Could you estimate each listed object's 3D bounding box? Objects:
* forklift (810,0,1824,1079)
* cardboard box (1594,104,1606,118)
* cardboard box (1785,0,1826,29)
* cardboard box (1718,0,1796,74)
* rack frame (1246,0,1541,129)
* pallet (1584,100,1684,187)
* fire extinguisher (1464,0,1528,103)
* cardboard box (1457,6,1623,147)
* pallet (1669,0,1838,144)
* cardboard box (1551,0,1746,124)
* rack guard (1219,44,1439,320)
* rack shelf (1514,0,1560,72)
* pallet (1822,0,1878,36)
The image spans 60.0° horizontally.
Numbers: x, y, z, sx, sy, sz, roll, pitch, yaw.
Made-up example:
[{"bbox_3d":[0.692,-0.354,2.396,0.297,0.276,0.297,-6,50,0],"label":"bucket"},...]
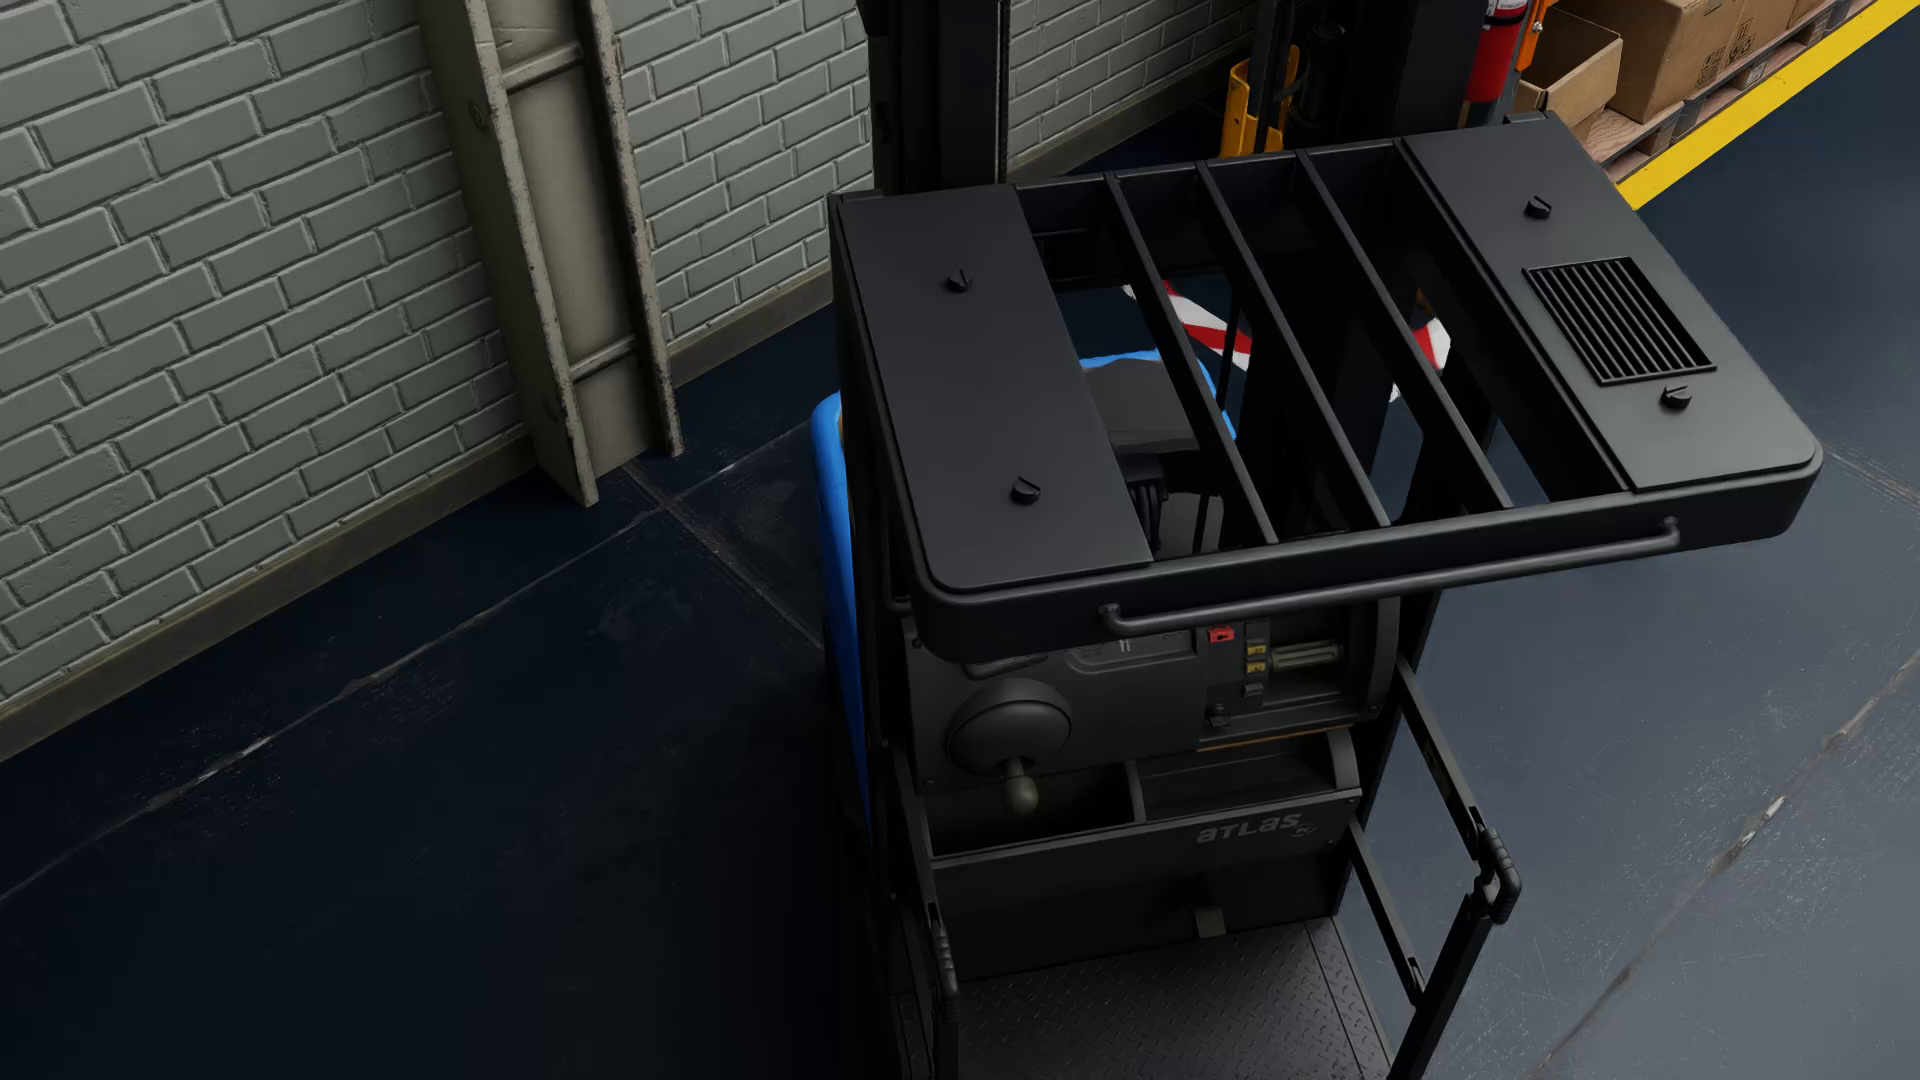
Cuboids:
[{"bbox_3d":[0.406,0.360,2.923,1.130,2.935,3.031,-8,48,-8],"label":"forklift"},{"bbox_3d":[2.297,-1.758,6.485,0.250,0.149,0.380,-36,57,-28],"label":"cardboard box"},{"bbox_3d":[3.383,-2.603,7.026,0.500,0.500,0.700,-36,57,-28],"label":"cardboard box"},{"bbox_3d":[3.073,-2.297,6.744,0.500,0.500,0.500,-33,55,-27],"label":"cardboard box"},{"bbox_3d":[1.440,-2.143,5.186,0.127,3.000,1.000,-34,56,-27],"label":"rack frame"},{"bbox_3d":[2.085,-1.629,6.610,1.213,0.211,1.003,-34,56,-27],"label":"pallet"},{"bbox_3d":[1.642,-1.666,5.053,0.183,0.674,0.296,-34,56,-27],"label":"fire extinguisher"},{"bbox_3d":[1.956,-1.690,6.181,0.637,0.503,0.797,-36,57,-28],"label":"cardboard box"},{"bbox_3d":[2.987,-2.230,7.164,1.213,0.211,1.003,-34,56,-27],"label":"pallet"},{"bbox_3d":[2.615,-2.090,6.553,0.500,0.500,0.700,-32,55,-26],"label":"cardboard box"},{"bbox_3d":[1.496,-1.333,6.140,0.348,0.500,1.175,-34,56,-27],"label":"rack guard"},{"bbox_3d":[2.919,-2.888,6.363,4.000,0.370,1.077,-34,56,-27],"label":"rack shelf"},{"bbox_3d":[3.890,-2.836,7.723,1.213,0.211,1.003,-34,56,-27],"label":"pallet"}]
